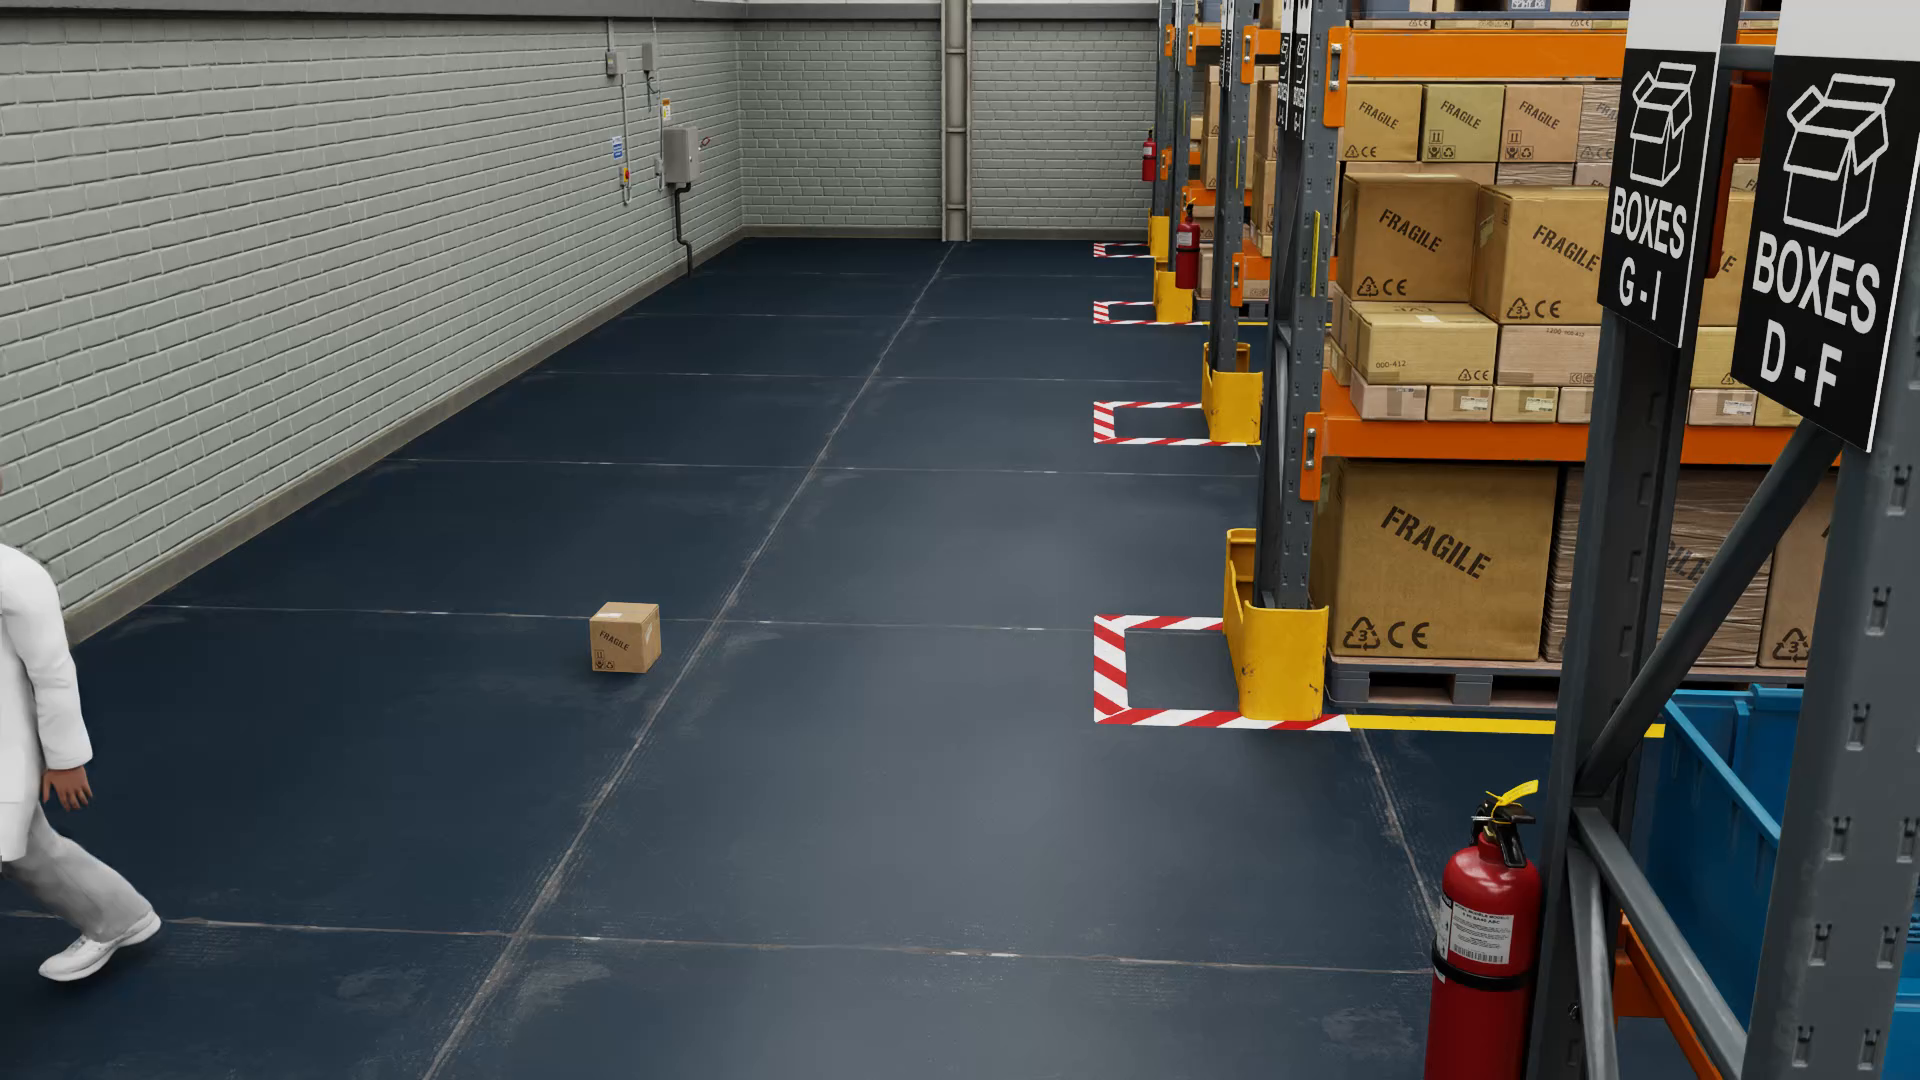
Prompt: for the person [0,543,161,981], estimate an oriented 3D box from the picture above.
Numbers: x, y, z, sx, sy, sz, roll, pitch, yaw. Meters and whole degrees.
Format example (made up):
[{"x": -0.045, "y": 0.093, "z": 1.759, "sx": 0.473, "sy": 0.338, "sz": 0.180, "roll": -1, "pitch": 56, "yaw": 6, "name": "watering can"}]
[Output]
[{"x": -2.766, "y": 0.614, "z": 4.586, "sx": 0.574, "sy": 1.727, "sz": 1.102, "roll": 9, "pitch": 19, "yaw": 27, "name": "person"}]
